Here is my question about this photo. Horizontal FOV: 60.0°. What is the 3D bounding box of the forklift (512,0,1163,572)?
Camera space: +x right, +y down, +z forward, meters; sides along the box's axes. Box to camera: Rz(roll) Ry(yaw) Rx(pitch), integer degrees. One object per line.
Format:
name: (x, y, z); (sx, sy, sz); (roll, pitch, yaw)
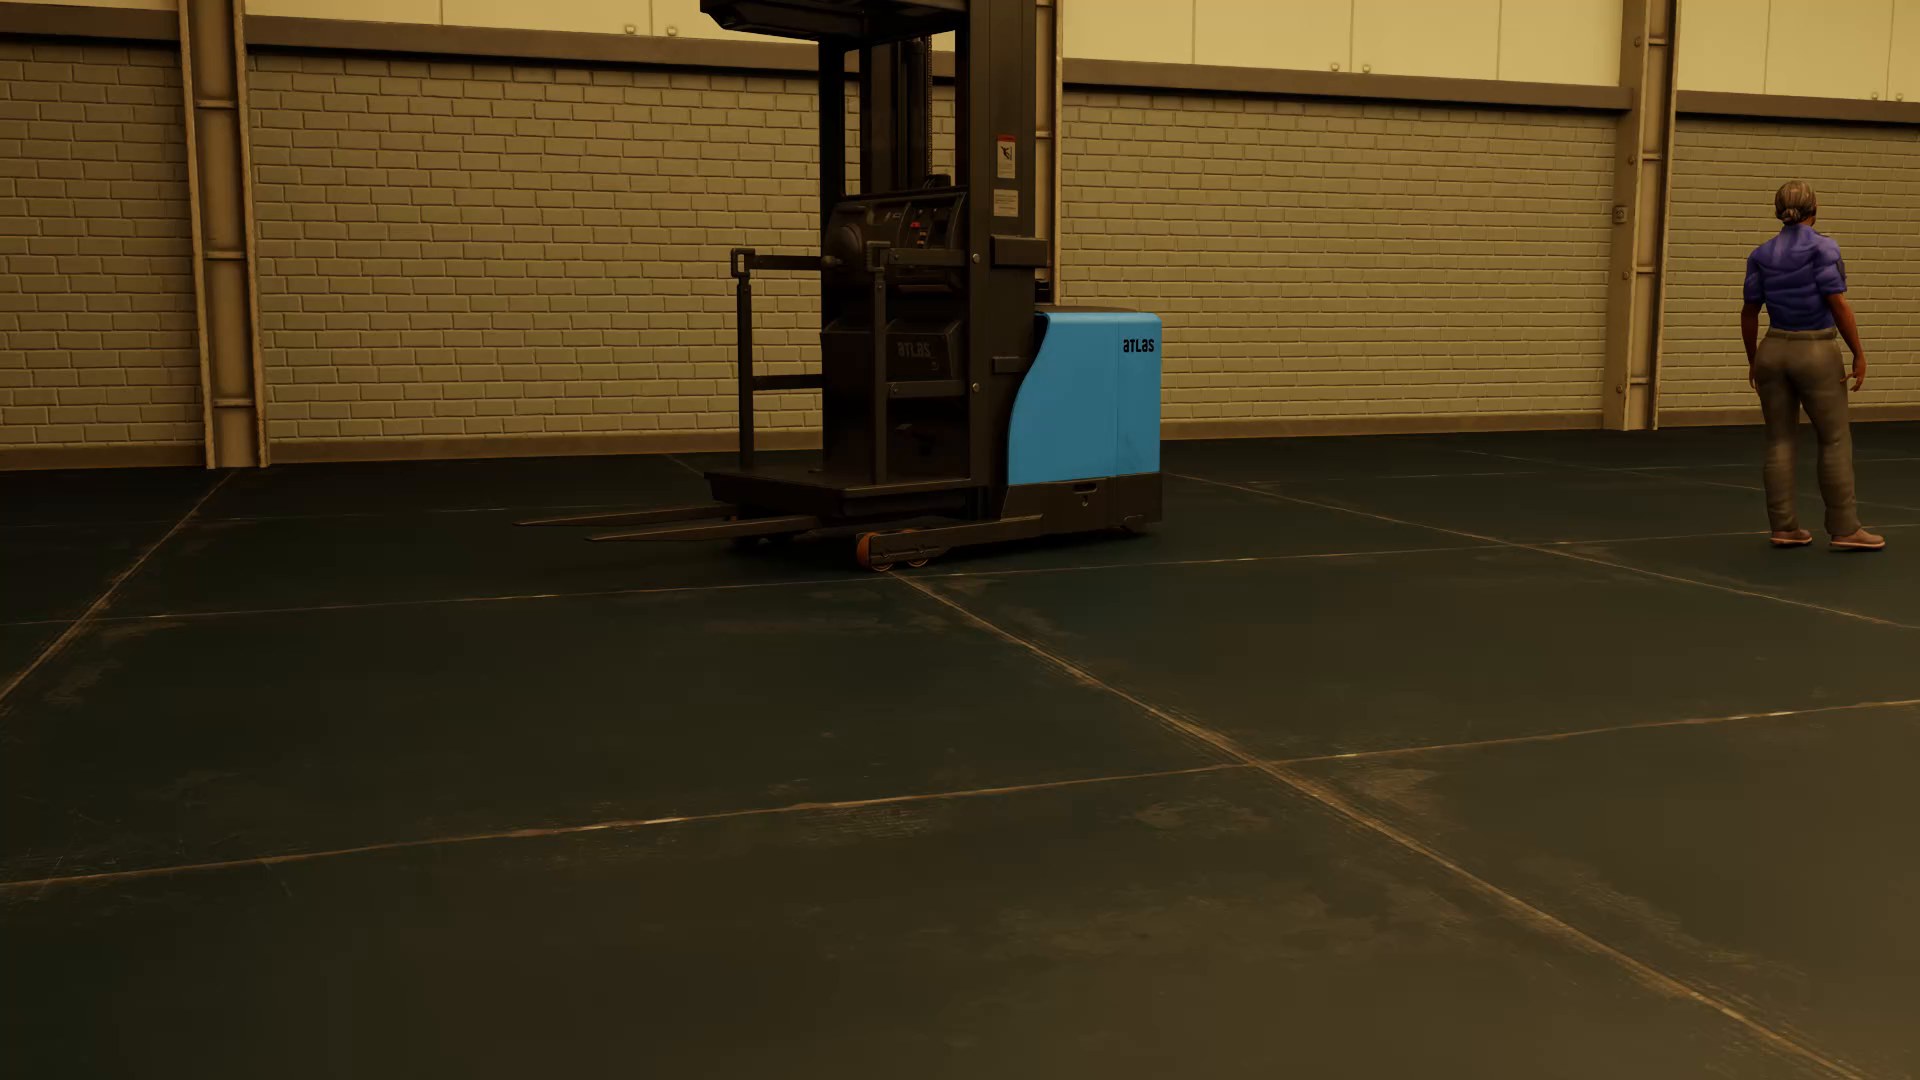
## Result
forklift: (-0.461, -1.399, 7.333); (3.031, 2.935, 1.130); (-7, 10, -40)

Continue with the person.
person: (3.889, -0.796, 7.587); (0.504, 1.654, 0.570); (-5, 9, -32)
